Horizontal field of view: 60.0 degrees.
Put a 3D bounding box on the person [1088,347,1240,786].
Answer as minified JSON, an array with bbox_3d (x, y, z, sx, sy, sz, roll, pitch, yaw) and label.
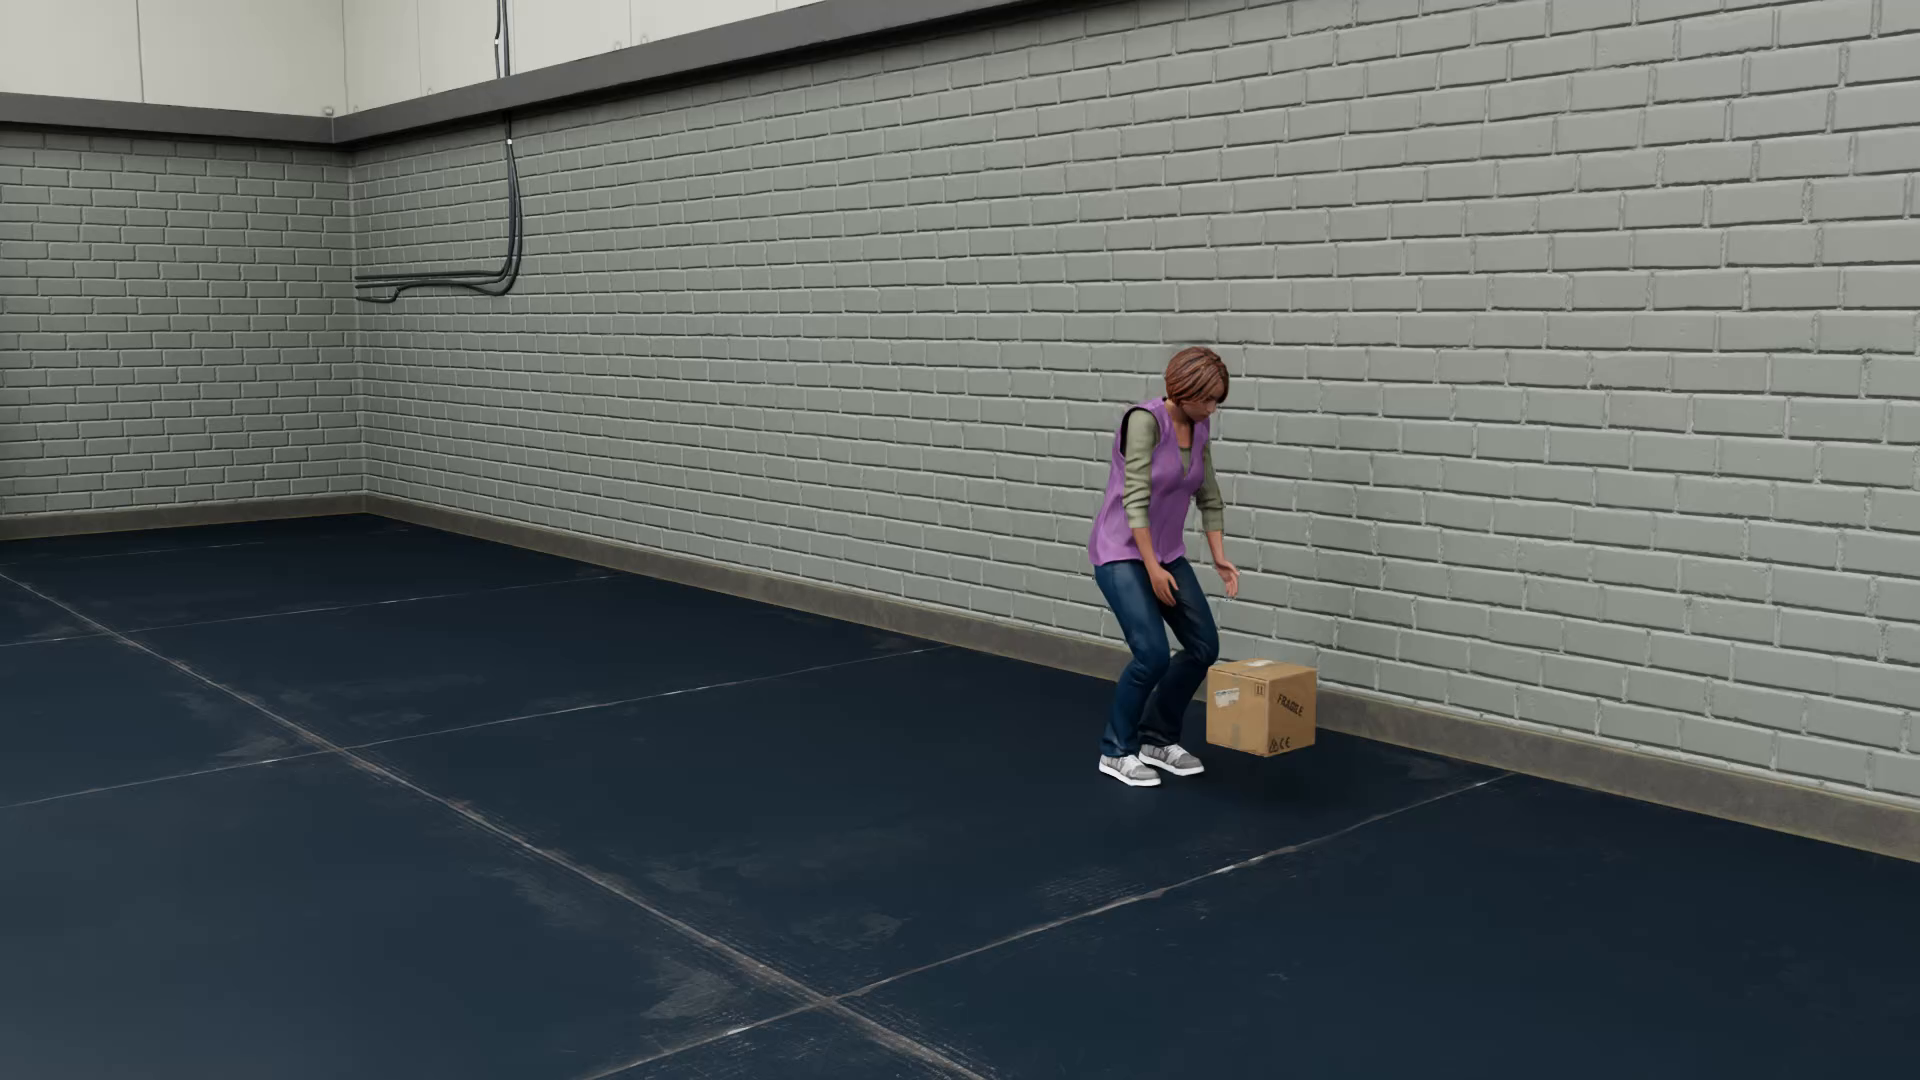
[{"bbox_3d":[0.696,0.092,5.679,0.447,1.466,0.497,-6,10,-40],"label":"person"}]
